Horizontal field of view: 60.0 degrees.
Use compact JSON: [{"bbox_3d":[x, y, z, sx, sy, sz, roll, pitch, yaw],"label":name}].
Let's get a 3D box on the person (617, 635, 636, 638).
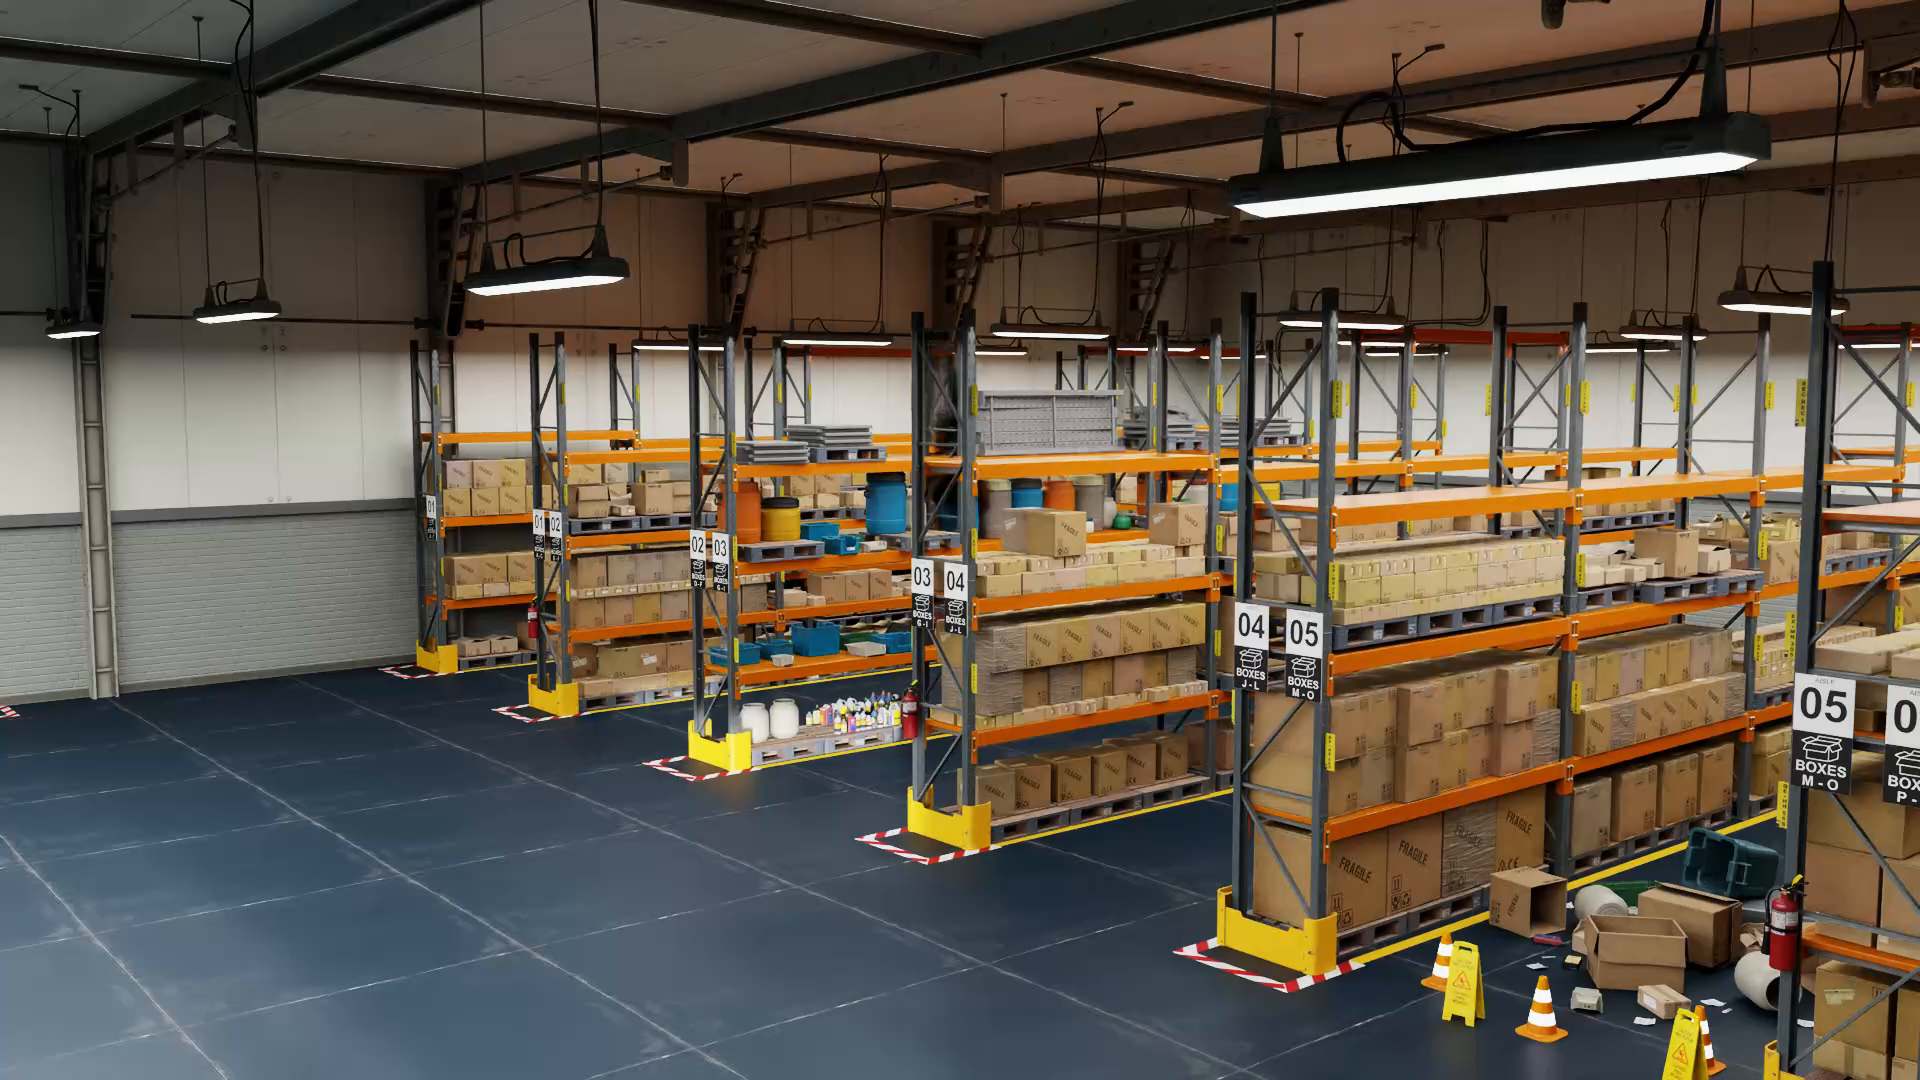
[{"bbox_3d":[-6.020,1.548,30.380,0.550,1.641,0.818,3,6,28],"label":"person"}]
